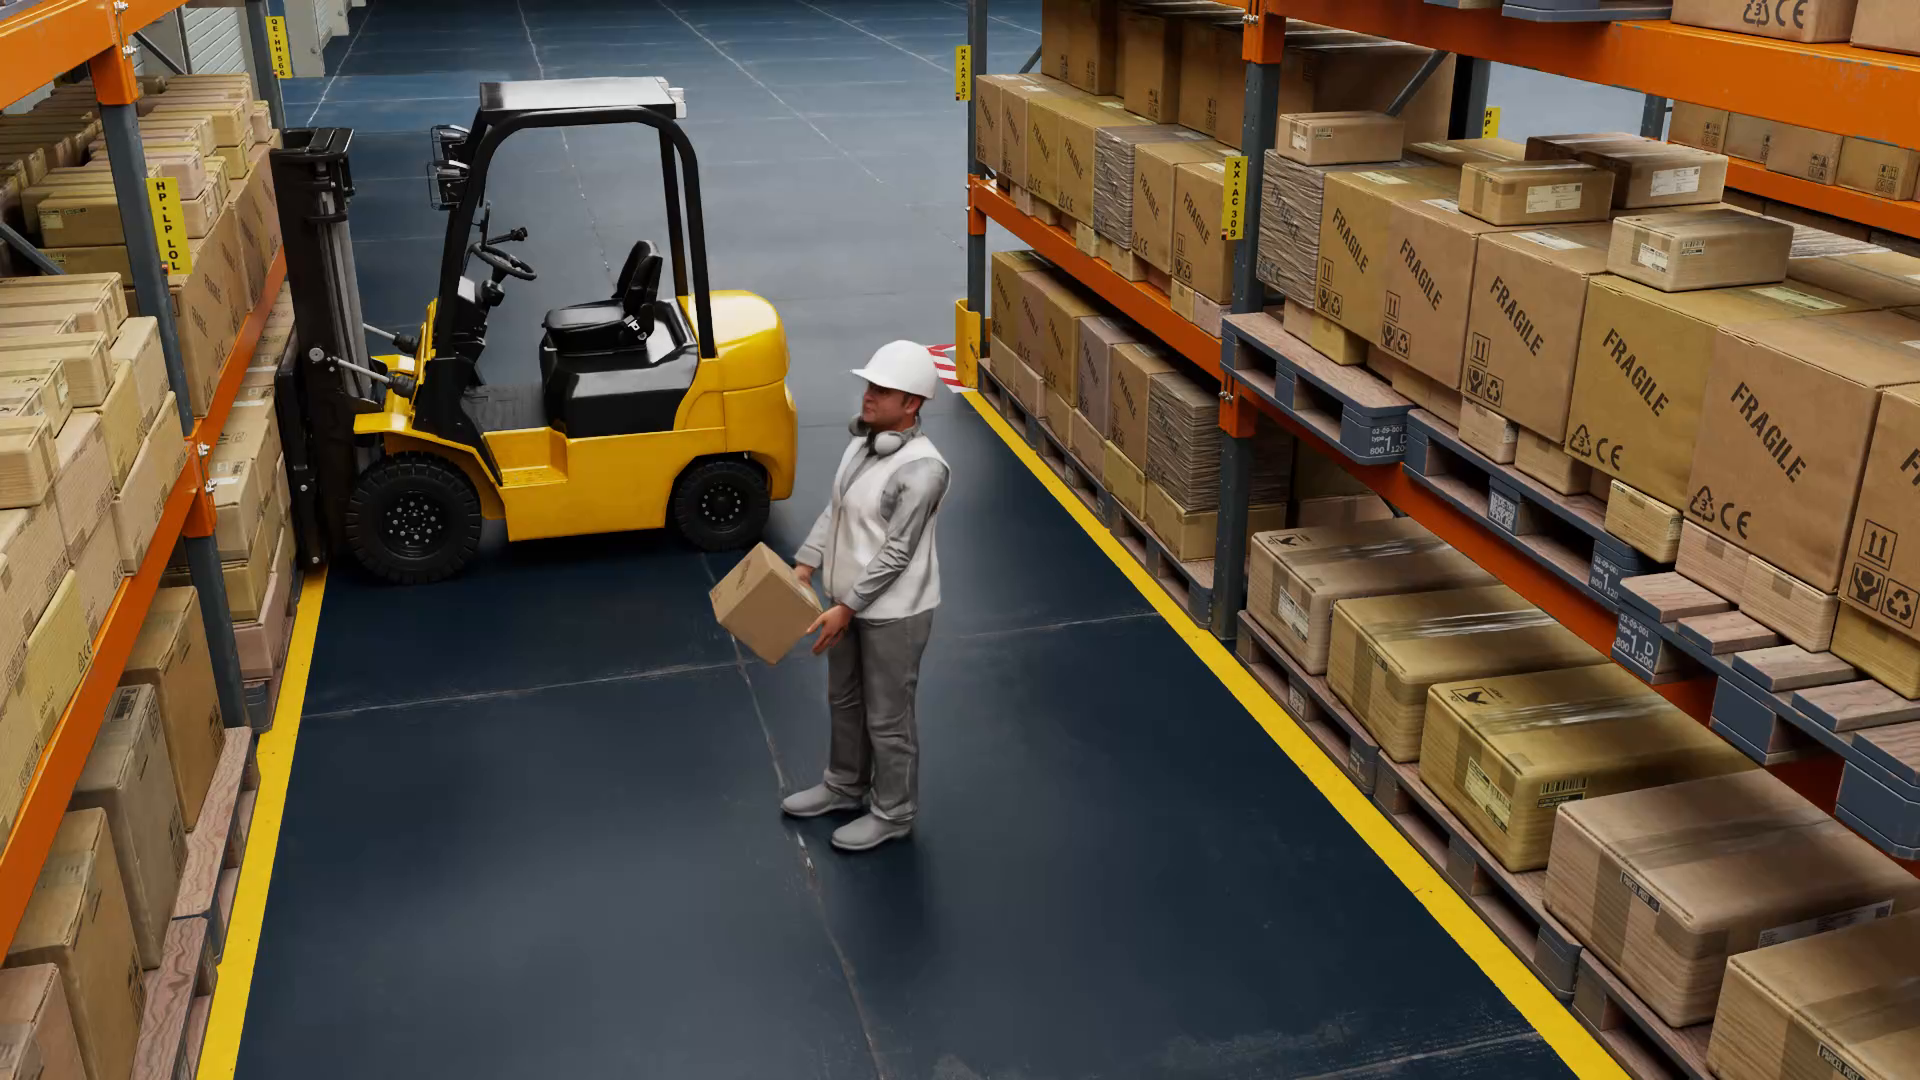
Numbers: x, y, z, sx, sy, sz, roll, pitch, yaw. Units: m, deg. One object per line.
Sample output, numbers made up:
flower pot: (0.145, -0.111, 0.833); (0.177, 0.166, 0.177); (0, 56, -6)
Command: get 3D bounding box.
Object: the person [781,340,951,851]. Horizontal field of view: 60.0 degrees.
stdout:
person: (-0.340, 0.199, 5.580); (0.521, 1.777, 0.517); (-12, 26, -26)
